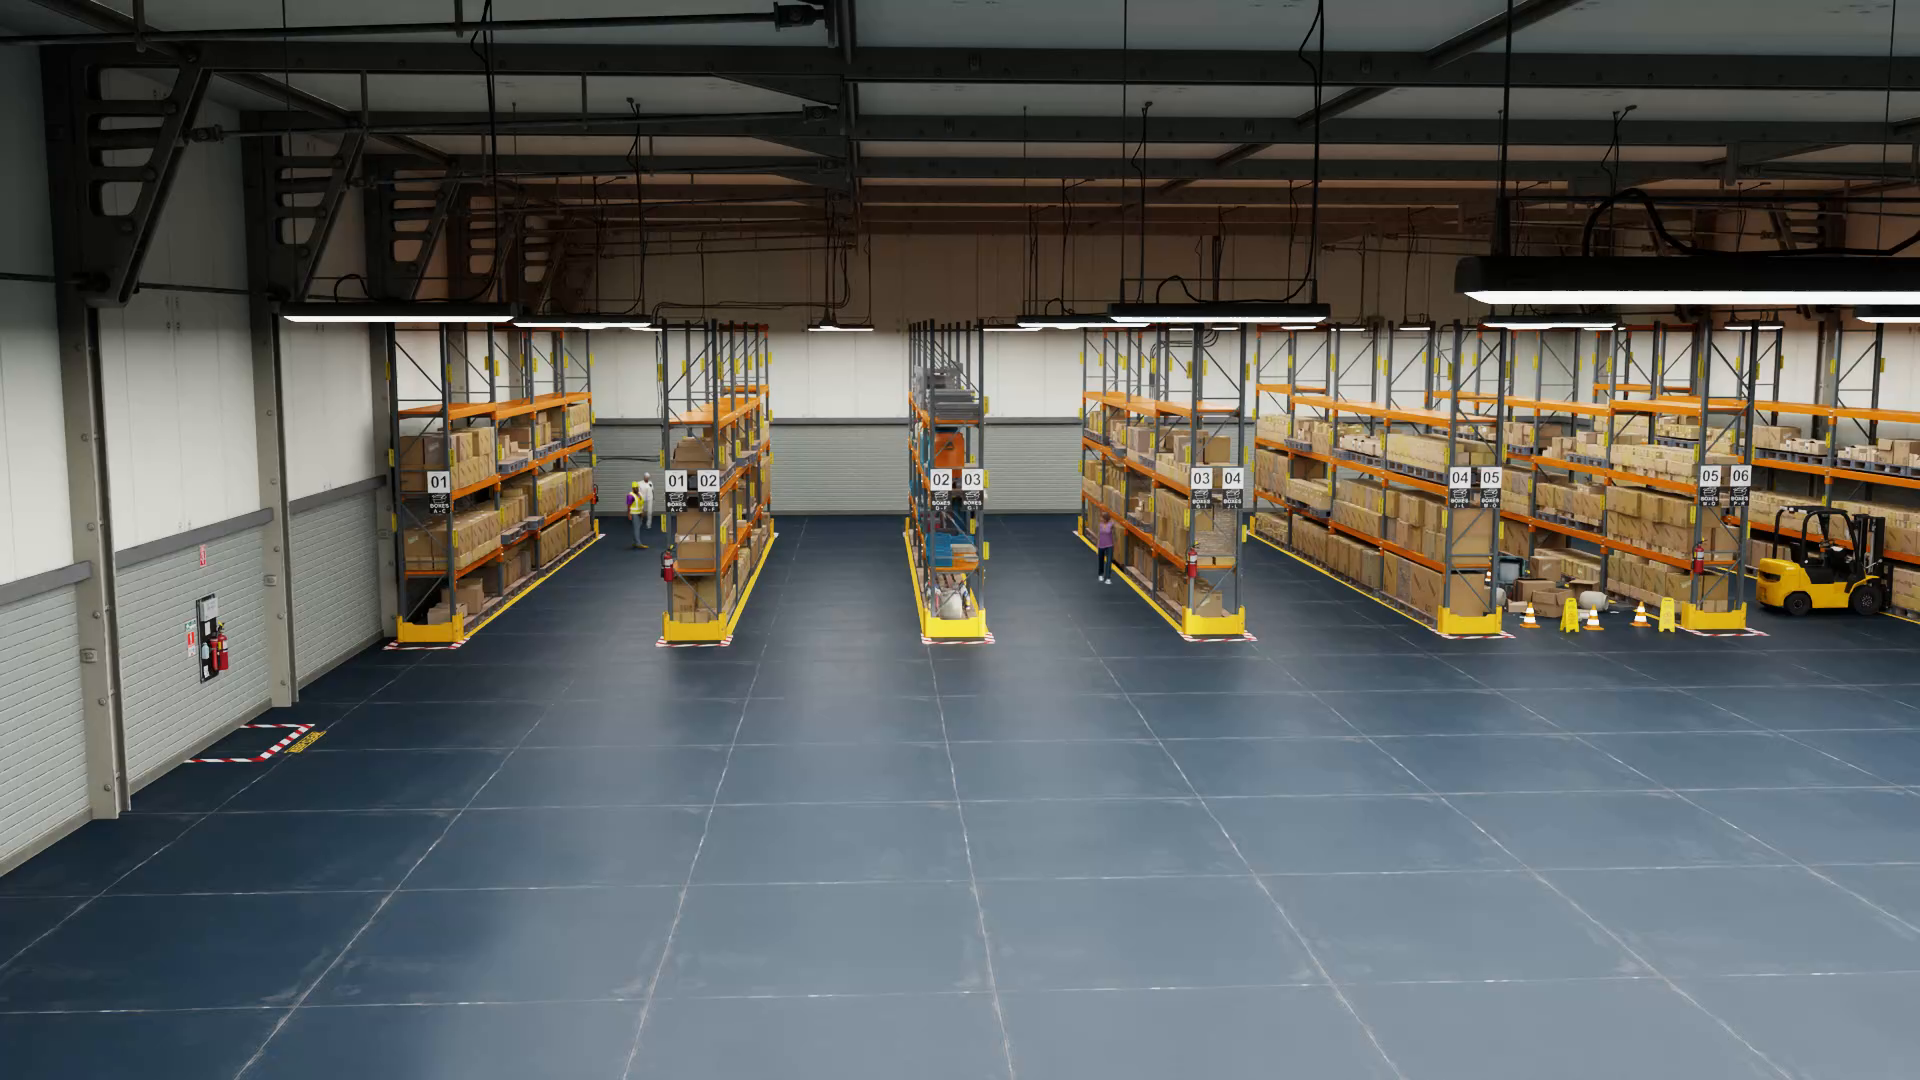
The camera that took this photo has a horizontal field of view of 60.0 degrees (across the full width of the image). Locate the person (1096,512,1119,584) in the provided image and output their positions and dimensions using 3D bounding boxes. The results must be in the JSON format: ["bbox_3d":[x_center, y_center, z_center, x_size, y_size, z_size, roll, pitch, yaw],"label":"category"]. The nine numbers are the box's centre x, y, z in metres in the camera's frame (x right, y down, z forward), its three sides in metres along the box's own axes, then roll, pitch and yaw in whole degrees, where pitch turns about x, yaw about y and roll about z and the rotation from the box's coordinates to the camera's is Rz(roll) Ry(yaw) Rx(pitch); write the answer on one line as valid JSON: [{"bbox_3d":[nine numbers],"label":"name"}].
[{"bbox_3d":[3.229,0.153,36.474,0.498,1.564,0.794,0,7,-2],"label":"person"}]

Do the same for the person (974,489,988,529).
[{"bbox_3d":[0.489,-1.205,49.043,0.653,1.748,0.961,-4,8,-30],"label":"person"}]

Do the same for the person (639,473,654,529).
[{"bbox_3d":[-9.279,-1.172,49.125,0.496,1.634,0.686,-2,7,-13],"label":"person"}]

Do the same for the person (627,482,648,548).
[{"bbox_3d":[-8.651,-0.683,44.809,0.590,1.773,0.581,2,7,15],"label":"person"}]
